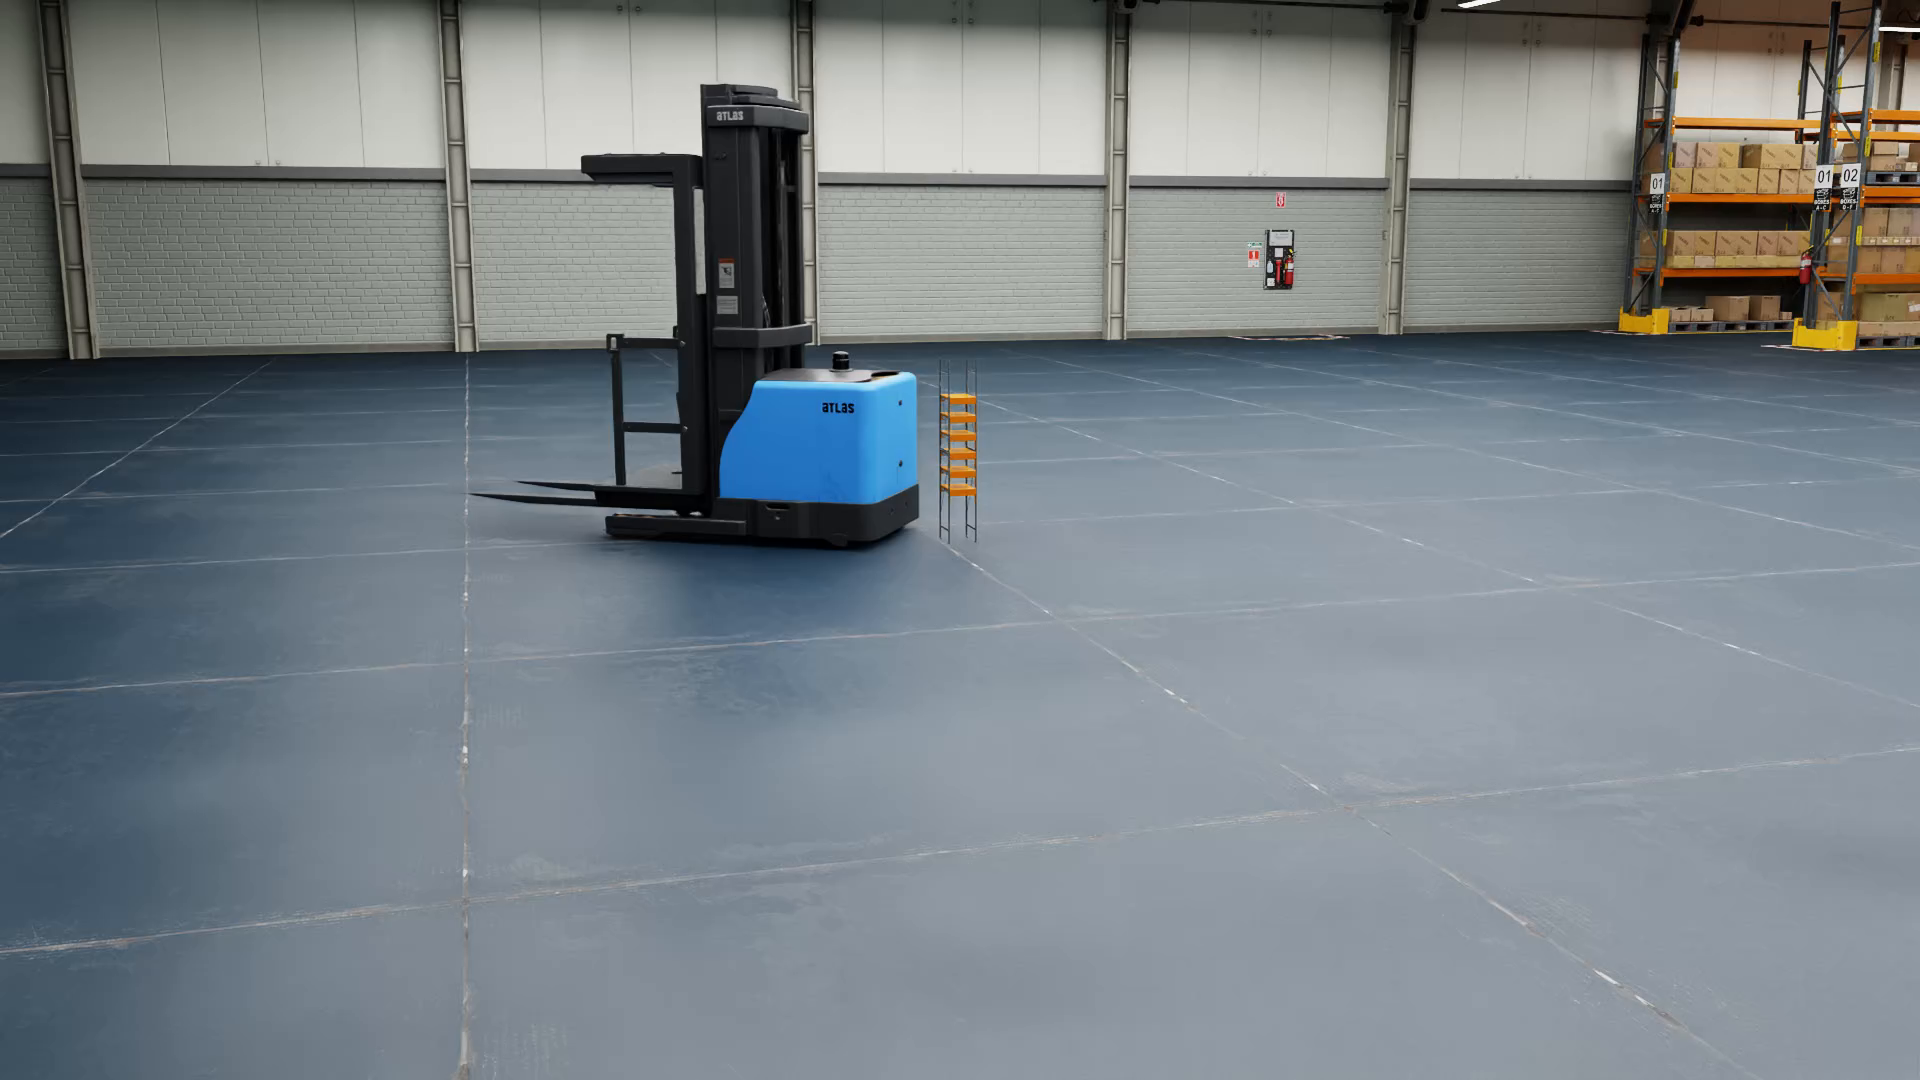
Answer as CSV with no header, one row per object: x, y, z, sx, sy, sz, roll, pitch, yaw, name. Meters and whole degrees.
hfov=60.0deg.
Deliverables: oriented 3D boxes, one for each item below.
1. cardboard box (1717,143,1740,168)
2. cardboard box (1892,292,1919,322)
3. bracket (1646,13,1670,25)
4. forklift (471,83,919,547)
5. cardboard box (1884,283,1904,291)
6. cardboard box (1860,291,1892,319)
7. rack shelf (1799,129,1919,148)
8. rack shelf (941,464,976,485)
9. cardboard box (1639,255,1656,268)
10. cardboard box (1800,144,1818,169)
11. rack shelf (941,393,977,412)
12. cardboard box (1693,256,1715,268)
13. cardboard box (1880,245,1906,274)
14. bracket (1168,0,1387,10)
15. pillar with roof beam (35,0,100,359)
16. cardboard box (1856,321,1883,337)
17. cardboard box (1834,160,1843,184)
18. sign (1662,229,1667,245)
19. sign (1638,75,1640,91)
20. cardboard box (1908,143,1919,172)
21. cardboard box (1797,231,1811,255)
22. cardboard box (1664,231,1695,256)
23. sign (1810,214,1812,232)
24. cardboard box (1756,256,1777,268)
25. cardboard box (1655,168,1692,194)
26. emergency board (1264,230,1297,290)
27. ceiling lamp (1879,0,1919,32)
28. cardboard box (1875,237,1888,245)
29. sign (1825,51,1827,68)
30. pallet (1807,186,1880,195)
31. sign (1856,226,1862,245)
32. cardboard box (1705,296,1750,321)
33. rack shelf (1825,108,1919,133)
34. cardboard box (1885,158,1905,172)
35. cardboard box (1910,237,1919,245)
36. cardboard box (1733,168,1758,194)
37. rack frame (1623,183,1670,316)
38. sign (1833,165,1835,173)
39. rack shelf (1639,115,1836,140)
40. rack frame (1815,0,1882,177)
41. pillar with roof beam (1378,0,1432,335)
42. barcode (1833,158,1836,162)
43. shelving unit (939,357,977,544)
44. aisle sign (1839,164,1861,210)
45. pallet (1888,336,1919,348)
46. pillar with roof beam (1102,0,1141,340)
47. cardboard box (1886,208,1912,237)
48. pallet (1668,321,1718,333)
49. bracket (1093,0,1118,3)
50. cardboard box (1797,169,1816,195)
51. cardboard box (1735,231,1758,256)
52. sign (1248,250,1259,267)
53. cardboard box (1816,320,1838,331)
15.492,-7.827,33.899,0.500,0.500,0.500,-3,11,-14,cardboard box
16.990,-4.183,29.847,0.500,0.500,0.500,-3,11,-16,cardboard box
14.200,-10.603,33.845,0.430,0.232,0.235,-3,11,-16,bracket
-1.858,-1.525,11.234,3.031,2.935,1.130,3,11,16,forklift
20.016,-5.450,35.981,0.500,0.250,0.500,-3,11,-16,cardboard box
16.845,-4.273,30.338,0.500,0.500,0.500,-3,11,-16,cardboard box
19.830,-8.483,35.361,4.000,0.370,1.077,-3,11,-16,rack shelf
-0.014,-0.428,10.964,0.180,0.103,0.258,-3,11,-16,rack shelf
14.464,-5.773,34.477,0.500,0.250,0.500,-3,11,-15,cardboard box
17.504,-7.935,34.487,0.500,0.500,0.500,-4,11,-21,cardboard box
-0.014,-0.900,10.877,0.180,0.103,0.258,-3,11,-16,rack shelf
15.121,-5.714,34.156,0.500,0.250,0.500,-3,11,-18,cardboard box
16.412,-5.016,29.733,0.500,0.500,0.700,-3,11,-14,cardboard box
5.949,-10.168,31.483,4.783,0.066,0.076,-3,11,-16,bracket
-13.102,-6.649,22.308,0.400,9.000,9.100,-3,11,-16,pillar with roof beam
16.034,-3.761,29.626,0.500,0.250,0.500,-3,11,-16,cardboard box
18.457,-7.726,35.010,0.500,0.500,0.500,-1,11,-8,cardboard box
14.221,-6.111,33.563,0.005,0.325,0.100,-3,11,-16,sign
13.934,-9.364,34.042,0.005,0.325,0.100,-3,11,-16,sign
17.128,-6.755,29.344,0.500,0.500,0.500,-3,11,-16,cardboard box
17.542,-6.209,34.775,0.500,0.500,0.500,-3,11,-16,cardboard box
14.612,-6.056,33.945,0.500,0.500,0.500,-3,11,-16,cardboard box
15.319,-5.699,29.867,0.005,0.325,0.100,-3,11,-16,sign
16.580,-5.789,34.567,0.500,0.250,0.500,-3,11,-16,cardboard box
14.460,-7.287,33.727,0.500,0.500,0.500,-3,11,-14,cardboard box
6.355,-5.543,32.871,0.643,1.169,0.194,-3,11,-16,emergency board
18.565,-11.308,31.495,2.000,3.185,0.800,-3,11,-16,ceiling lamp
16.147,-5.283,29.389,0.250,0.149,0.380,-3,11,-17,cardboard box
15.319,-8.462,29.359,0.005,0.325,0.100,-3,11,-16,sign
18.532,-7.377,35.068,1.003,0.211,1.213,-3,11,-16,pallet
15.607,-5.286,28.866,0.005,0.325,0.100,-3,11,-16,sign
16.024,-4.843,34.757,0.500,0.500,0.700,-4,11,-20,cardboard box
17.378,-7.419,29.585,4.000,0.370,1.077,-3,11,-16,rack shelf
16.489,-6.699,29.734,0.500,0.250,0.500,-3,11,-16,cardboard box
16.885,-5.321,29.599,0.250,0.149,0.380,-3,11,-18,cardboard box
15.992,-7.366,34.155,0.500,0.500,0.500,-2,11,-12,cardboard box
14.069,-5.779,34.154,0.127,3.000,1.000,-3,11,-16,rack frame
18.069,-7.617,34.425,0.005,0.325,0.100,-3,11,-16,sign
15.989,-8.475,34.226,4.000,0.370,1.077,-3,11,-16,rack shelf
15.457,-7.869,28.934,0.127,3.000,1.000,-3,11,-16,rack frame
9.942,-7.863,28.906,0.548,9.000,9.100,-3,11,-16,pillar with roof beam
15.612,-6.778,29.692,0.075,0.075,0.001,-3,11,-16,barcode
-0.014,-0.589,10.934,0.189,1.200,0.258,-3,11,-16,shelving unit
15.480,-6.140,28.935,0.004,0.787,0.394,-3,11,-16,aisle sign
17.349,-3.654,30.311,1.213,0.211,1.003,-3,11,-16,pallet
4.181,-7.560,27.256,0.548,9.000,9.100,-3,11,-16,pillar with roof beam
16.463,-5.657,29.631,0.500,0.500,0.700,-3,11,-17,cardboard box
14.932,-4.447,34.617,1.213,0.211,1.003,-3,11,-16,pallet
2.678,-9.996,30.546,0.430,0.232,0.235,-3,11,-16,bracket
17.492,-7.447,34.598,0.500,0.500,0.500,-3,11,-14,cardboard box
16.079,-6.133,34.361,0.500,0.500,0.500,-3,11,-14,cardboard box
5.795,-5.550,32.813,0.234,0.329,0.001,-3,11,-16,sign
15.890,-3.851,30.115,0.500,0.250,0.500,-3,11,-16,cardboard box
